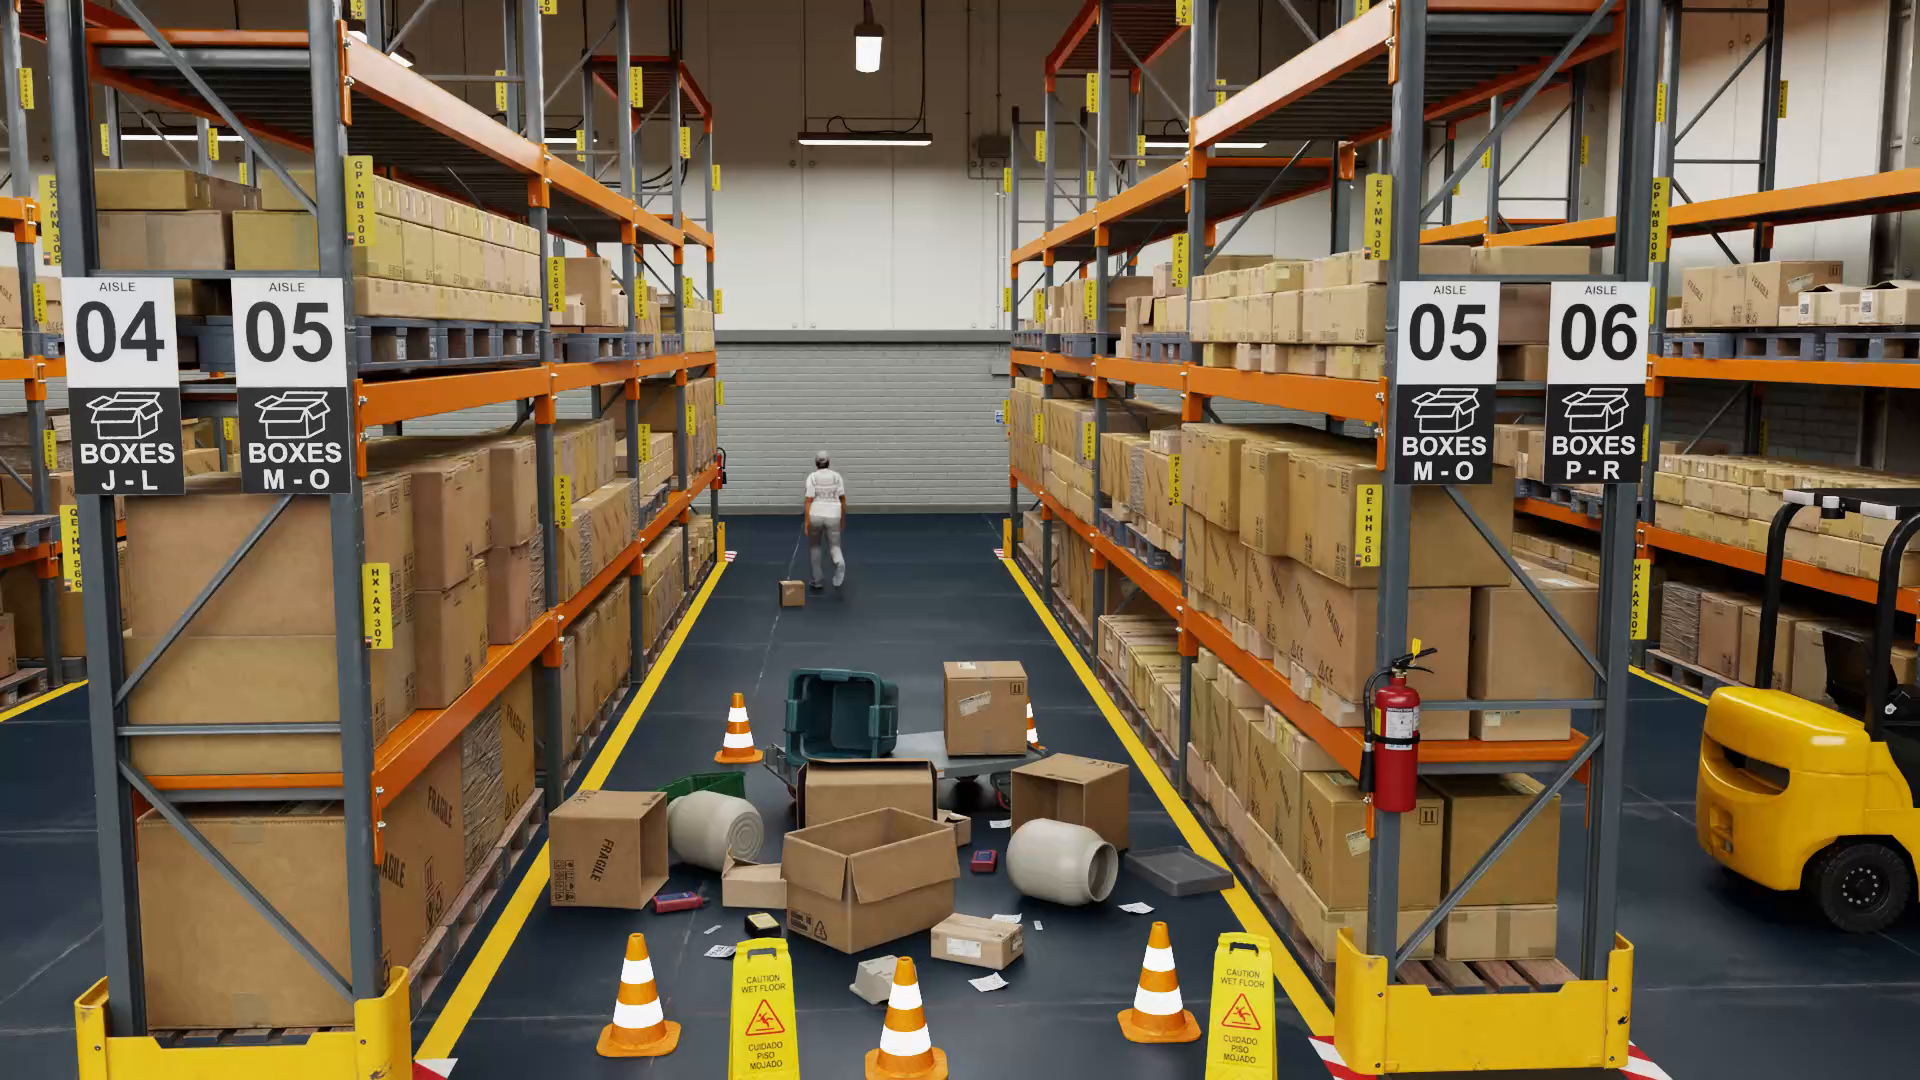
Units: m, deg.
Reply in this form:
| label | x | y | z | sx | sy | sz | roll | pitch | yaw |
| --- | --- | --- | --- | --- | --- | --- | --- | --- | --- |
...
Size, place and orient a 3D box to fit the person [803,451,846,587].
| label | x | y | z | sx | sy | sz | roll | pitch | yaw |
| --- | --- | --- | --- | --- | --- | --- | --- | --- | --- |
| person | -1.586 | -0.236 | 19.634 | 0.510 | 1.627 | 0.748 | -2 | 7 | -14 |
